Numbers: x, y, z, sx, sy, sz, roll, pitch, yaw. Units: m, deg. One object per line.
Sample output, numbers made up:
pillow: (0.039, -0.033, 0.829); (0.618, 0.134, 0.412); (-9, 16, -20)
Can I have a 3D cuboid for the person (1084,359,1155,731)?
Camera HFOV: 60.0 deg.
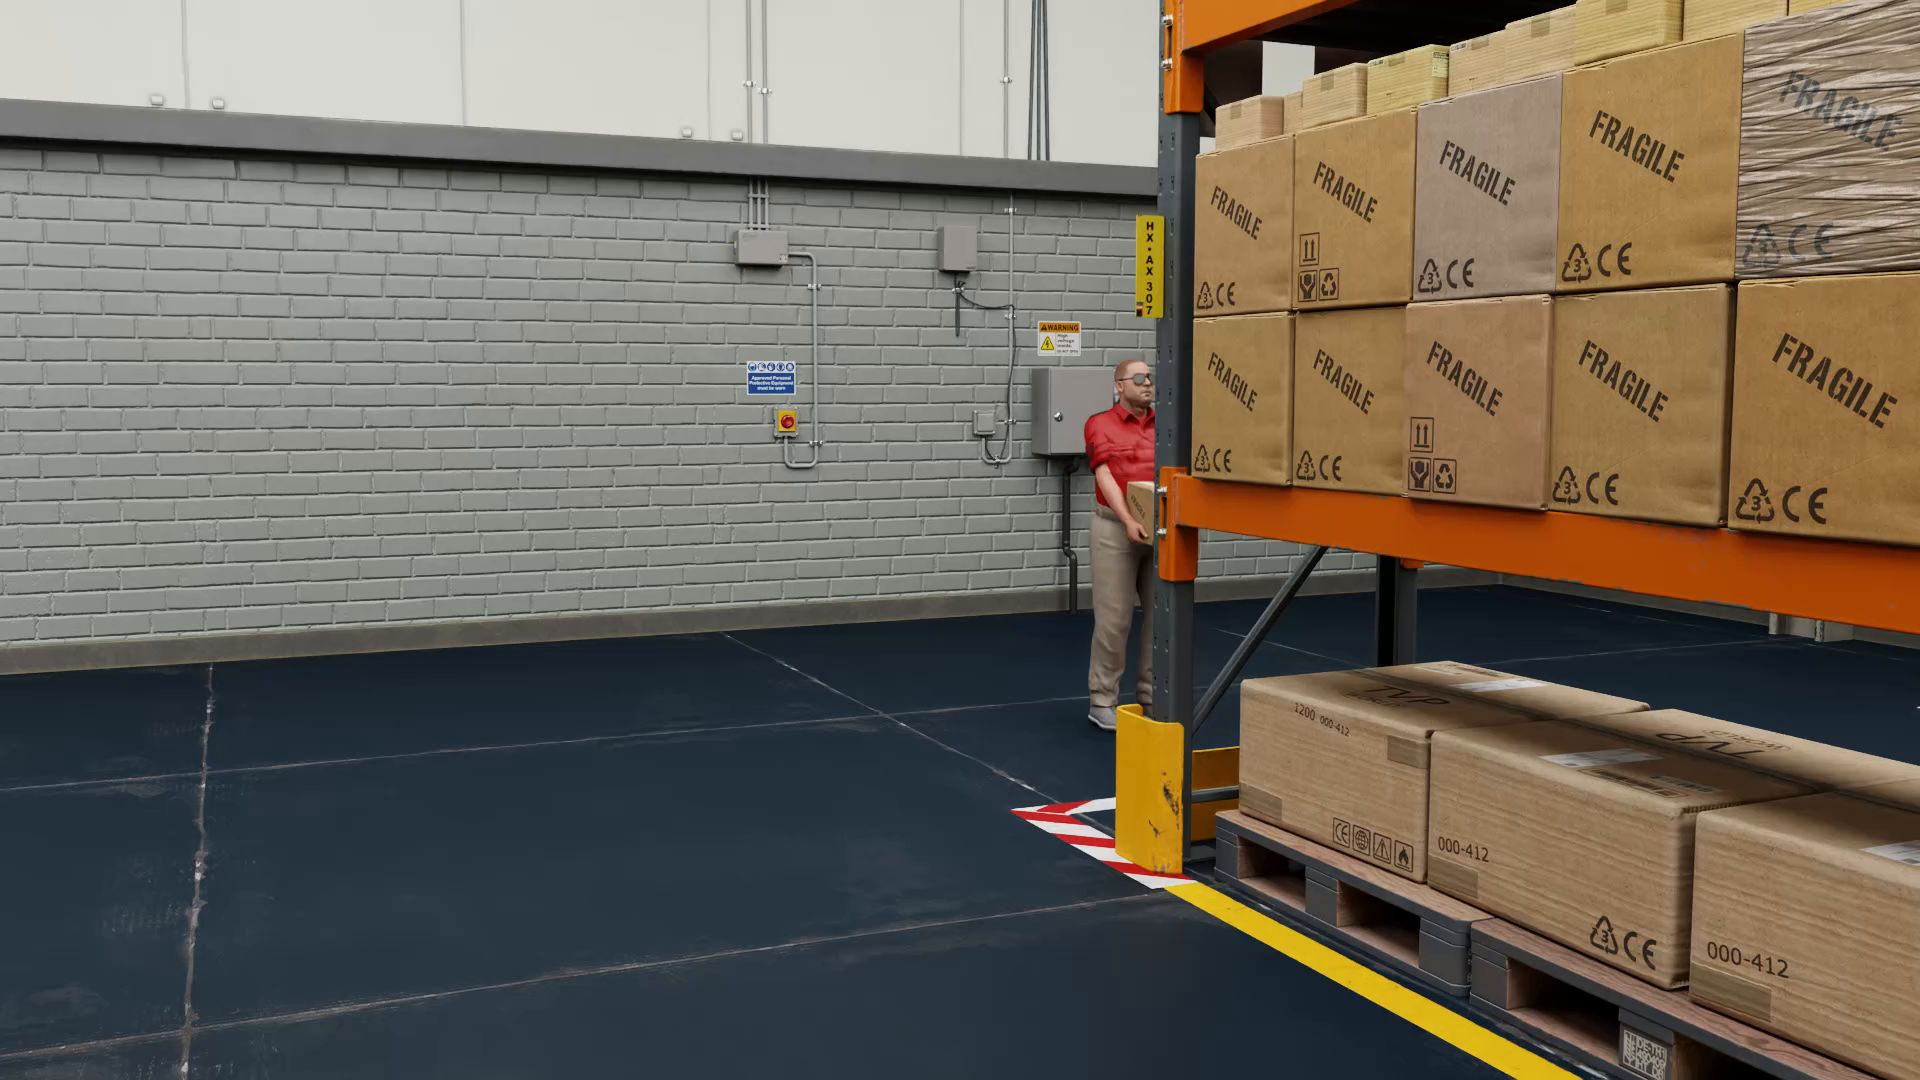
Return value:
person: (0.864, 0.018, 7.705); (0.494, 1.713, 0.529); (-2, 6, -24)
